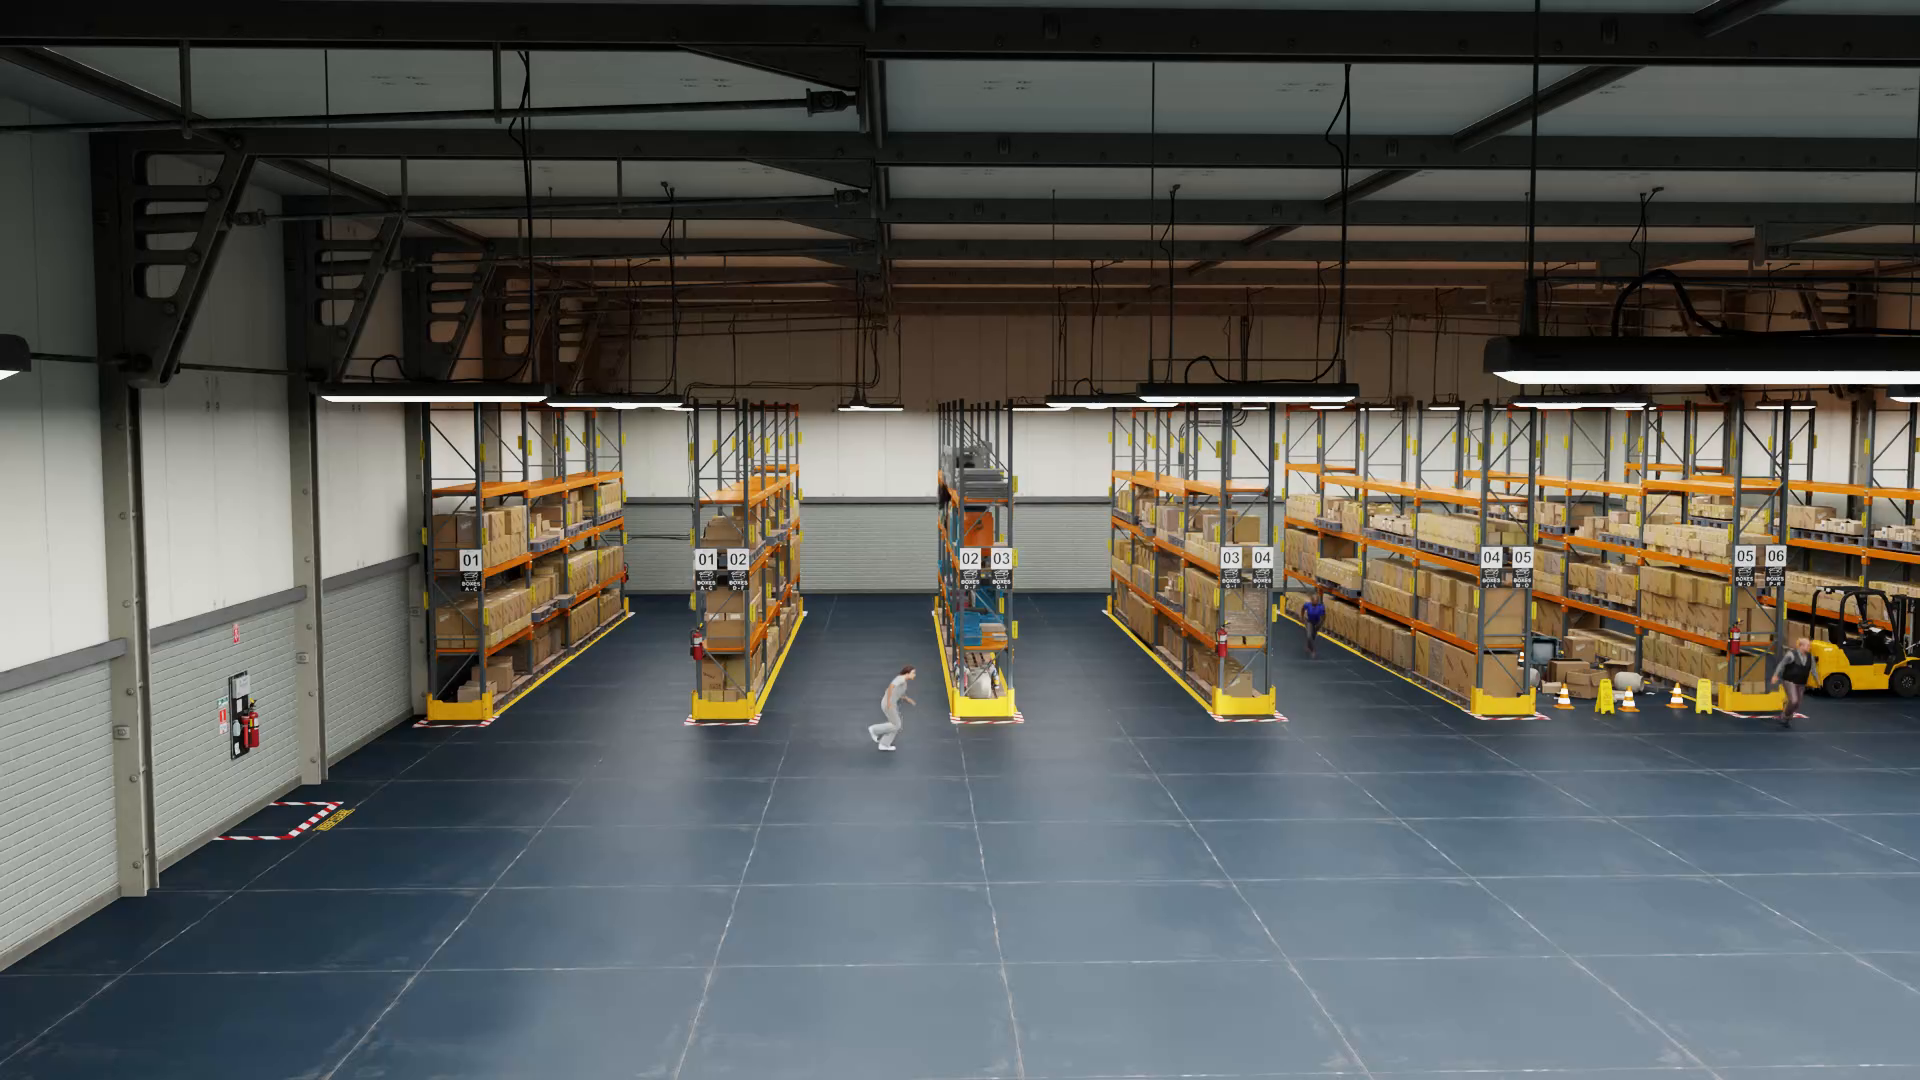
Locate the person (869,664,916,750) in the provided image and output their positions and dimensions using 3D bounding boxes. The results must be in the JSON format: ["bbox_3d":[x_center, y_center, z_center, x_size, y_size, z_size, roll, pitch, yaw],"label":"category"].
[{"bbox_3d":[-1.158,2.848,28.242,0.812,1.488,0.579,0,4,6],"label":"person"}]

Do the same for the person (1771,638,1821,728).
[{"bbox_3d":[15.173,2.596,30.147,0.647,1.675,0.718,-1,4,-12],"label":"person"}]

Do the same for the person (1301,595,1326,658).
[{"bbox_3d":[8.365,2.011,39.401,0.566,1.516,1.032,0,4,6],"label":"person"}]

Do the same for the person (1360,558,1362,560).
[{"bbox_3d":[11.334,1.300,47.188,0.708,1.753,0.984,-1,4,-10],"label":"person"}]

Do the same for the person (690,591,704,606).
[{"bbox_3d":[-7.441,1.158,48.439,0.865,1.823,0.686,0,4,5],"label":"person"}]
